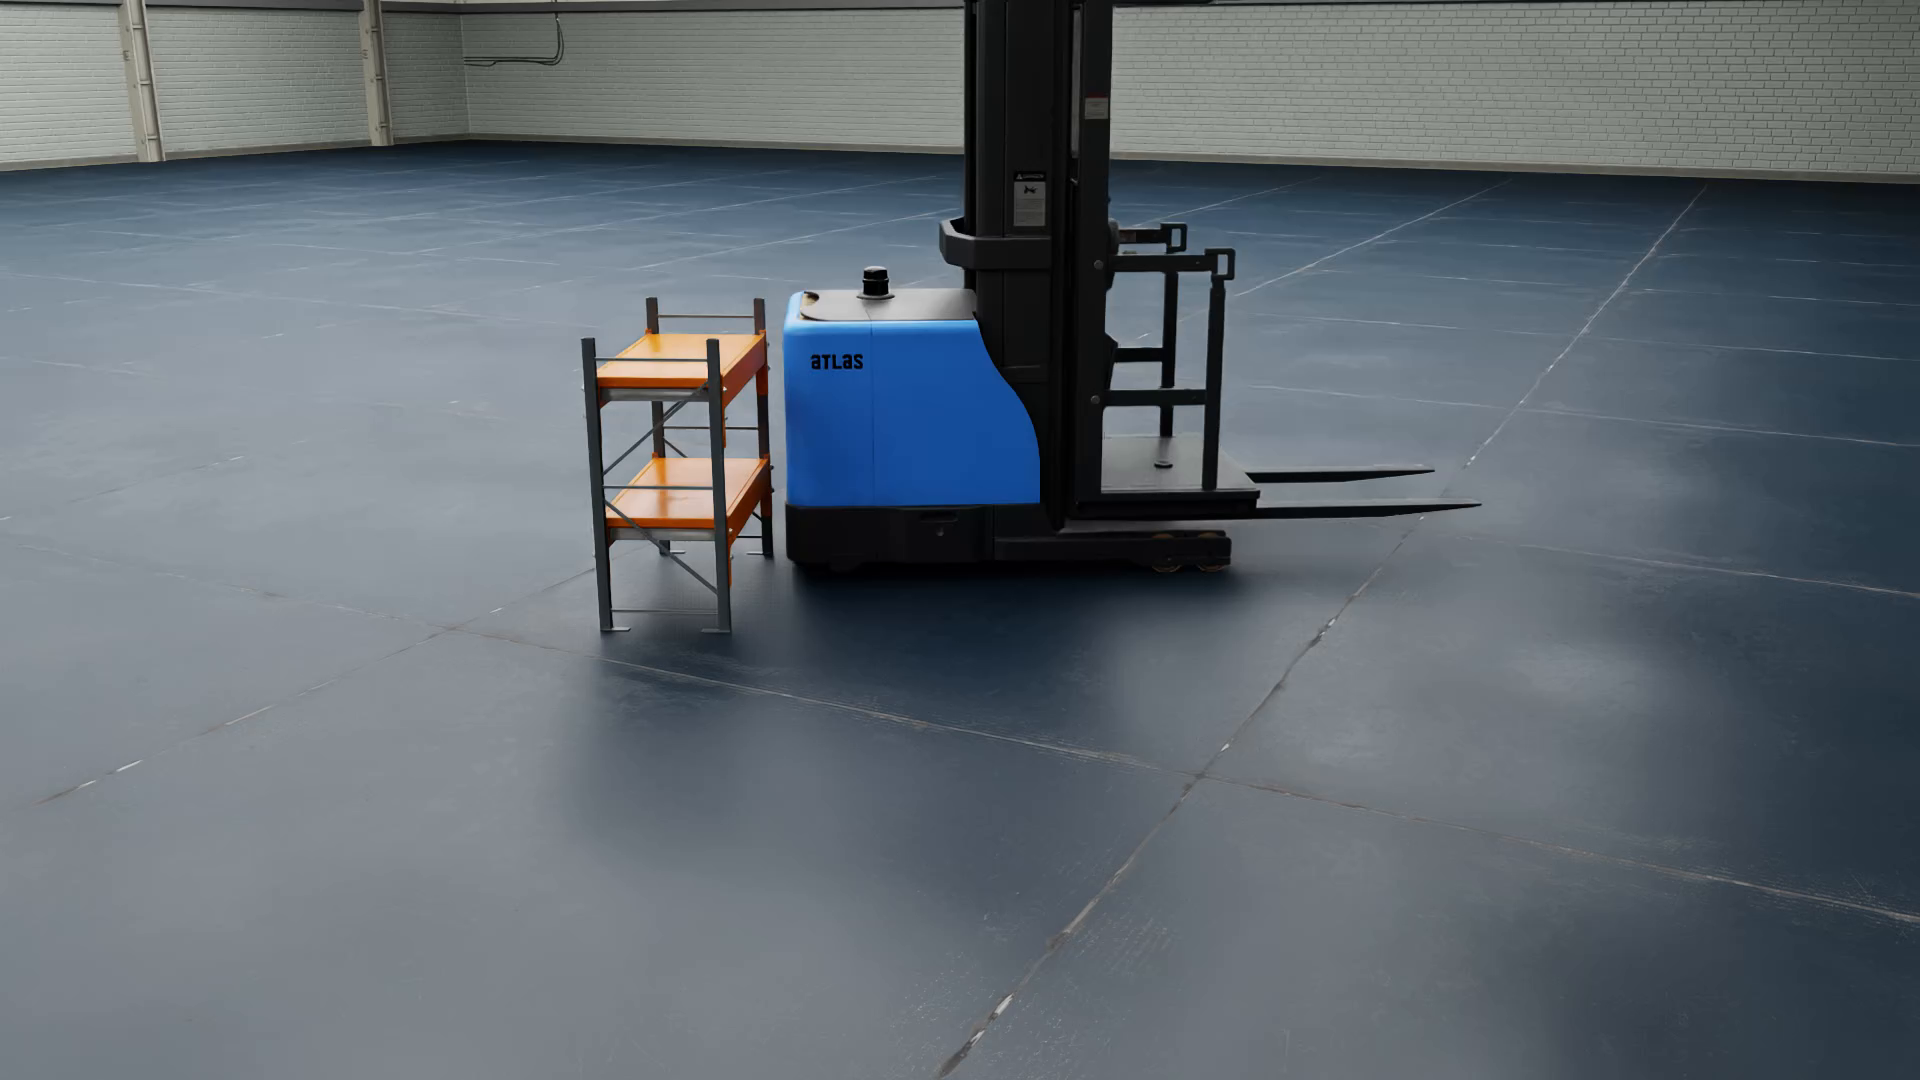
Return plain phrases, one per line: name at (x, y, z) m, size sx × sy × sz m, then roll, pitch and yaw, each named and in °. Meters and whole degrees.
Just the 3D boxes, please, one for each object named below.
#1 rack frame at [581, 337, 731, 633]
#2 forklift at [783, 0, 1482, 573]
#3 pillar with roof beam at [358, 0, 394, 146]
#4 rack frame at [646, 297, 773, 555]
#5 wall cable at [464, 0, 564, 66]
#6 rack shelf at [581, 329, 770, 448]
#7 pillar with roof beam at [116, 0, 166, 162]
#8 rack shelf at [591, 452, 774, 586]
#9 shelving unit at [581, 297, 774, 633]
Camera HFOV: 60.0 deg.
rack frame at (-1.125, -0.192, 6.196) m, size 0.500 × 1.125 × 0.032 m, roll 1°, pitch 17°, yaw 3°
forklift at (0.752, -1.414, 7.137) m, size 3.031 × 2.935 × 1.130 m, roll -1°, pitch 17°, yaw -4°
pillar with roof beam at (-9.126, -12.630, 34.243) m, size 9.100 × 9.000 × 0.400 m, roll 8°, pitch 18°, yaw 25°
rack frame at (-1.074, -0.481, 7.169) m, size 0.500 × 1.125 × 0.032 m, roll 1°, pitch 17°, yaw 3°
wall cable at (-10.478, -12.271, 38.489) m, size 3.097 × 2.526 × 0.112 m, roll 8°, pitch 18°, yaw 25°
rack shelf at (-1.099, -0.617, 6.599) m, size 0.538 × 0.278 × 1.000 m, roll 1°, pitch 17°, yaw 3°
pillar with roof beam at (-11.807, -11.102, 29.097) m, size 9.100 × 9.000 × 0.400 m, roll 8°, pitch 18°, yaw 25°
rack shelf at (-1.099, -0.102, 6.752) m, size 0.538 × 0.278 × 1.000 m, roll 1°, pitch 17°, yaw 3°
shelving unit at (-1.099, -0.337, 6.682) m, size 0.538 × 1.125 × 1.048 m, roll 1°, pitch 17°, yaw 3°
